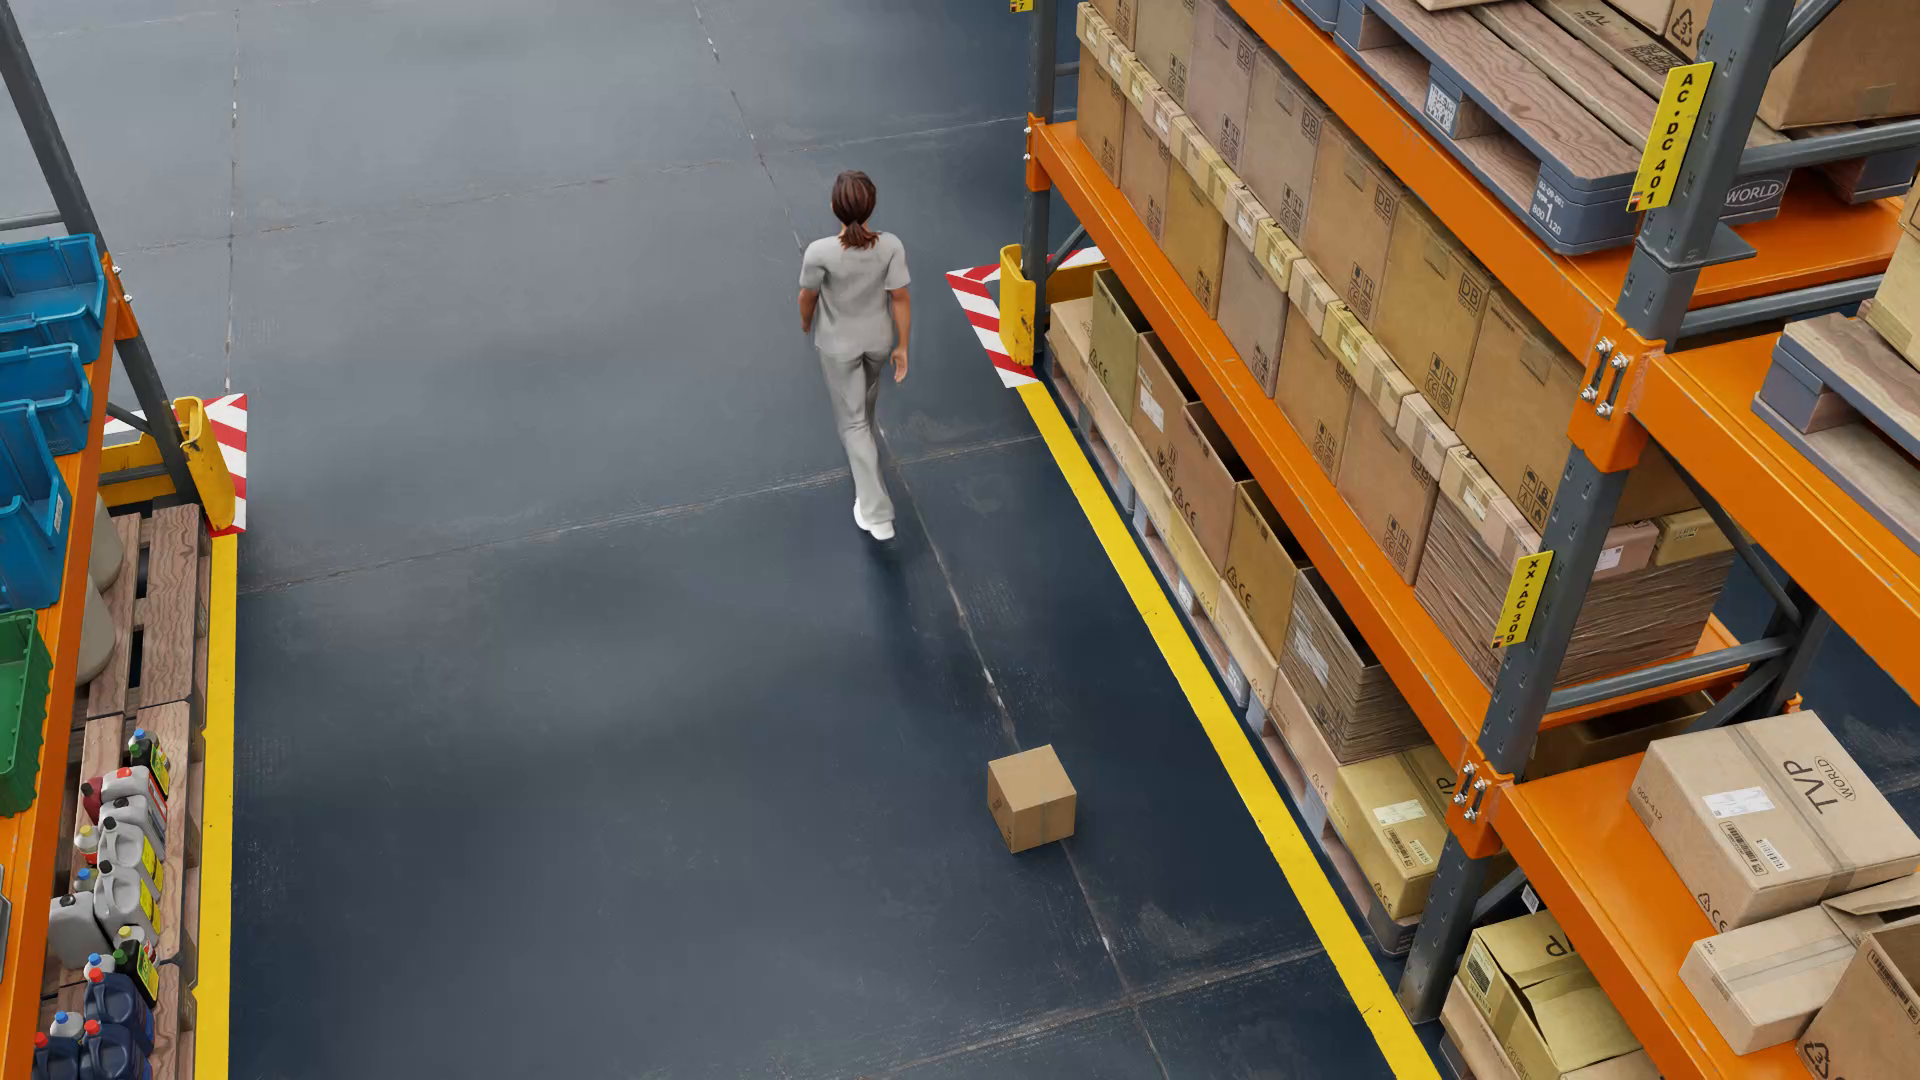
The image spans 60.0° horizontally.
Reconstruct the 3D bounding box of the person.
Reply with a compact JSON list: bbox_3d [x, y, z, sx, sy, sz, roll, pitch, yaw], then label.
[{"bbox_3d":[-0.448,-0.862,7.110,0.444,1.620,1.053,-14,44,-15],"label":"person"}]
